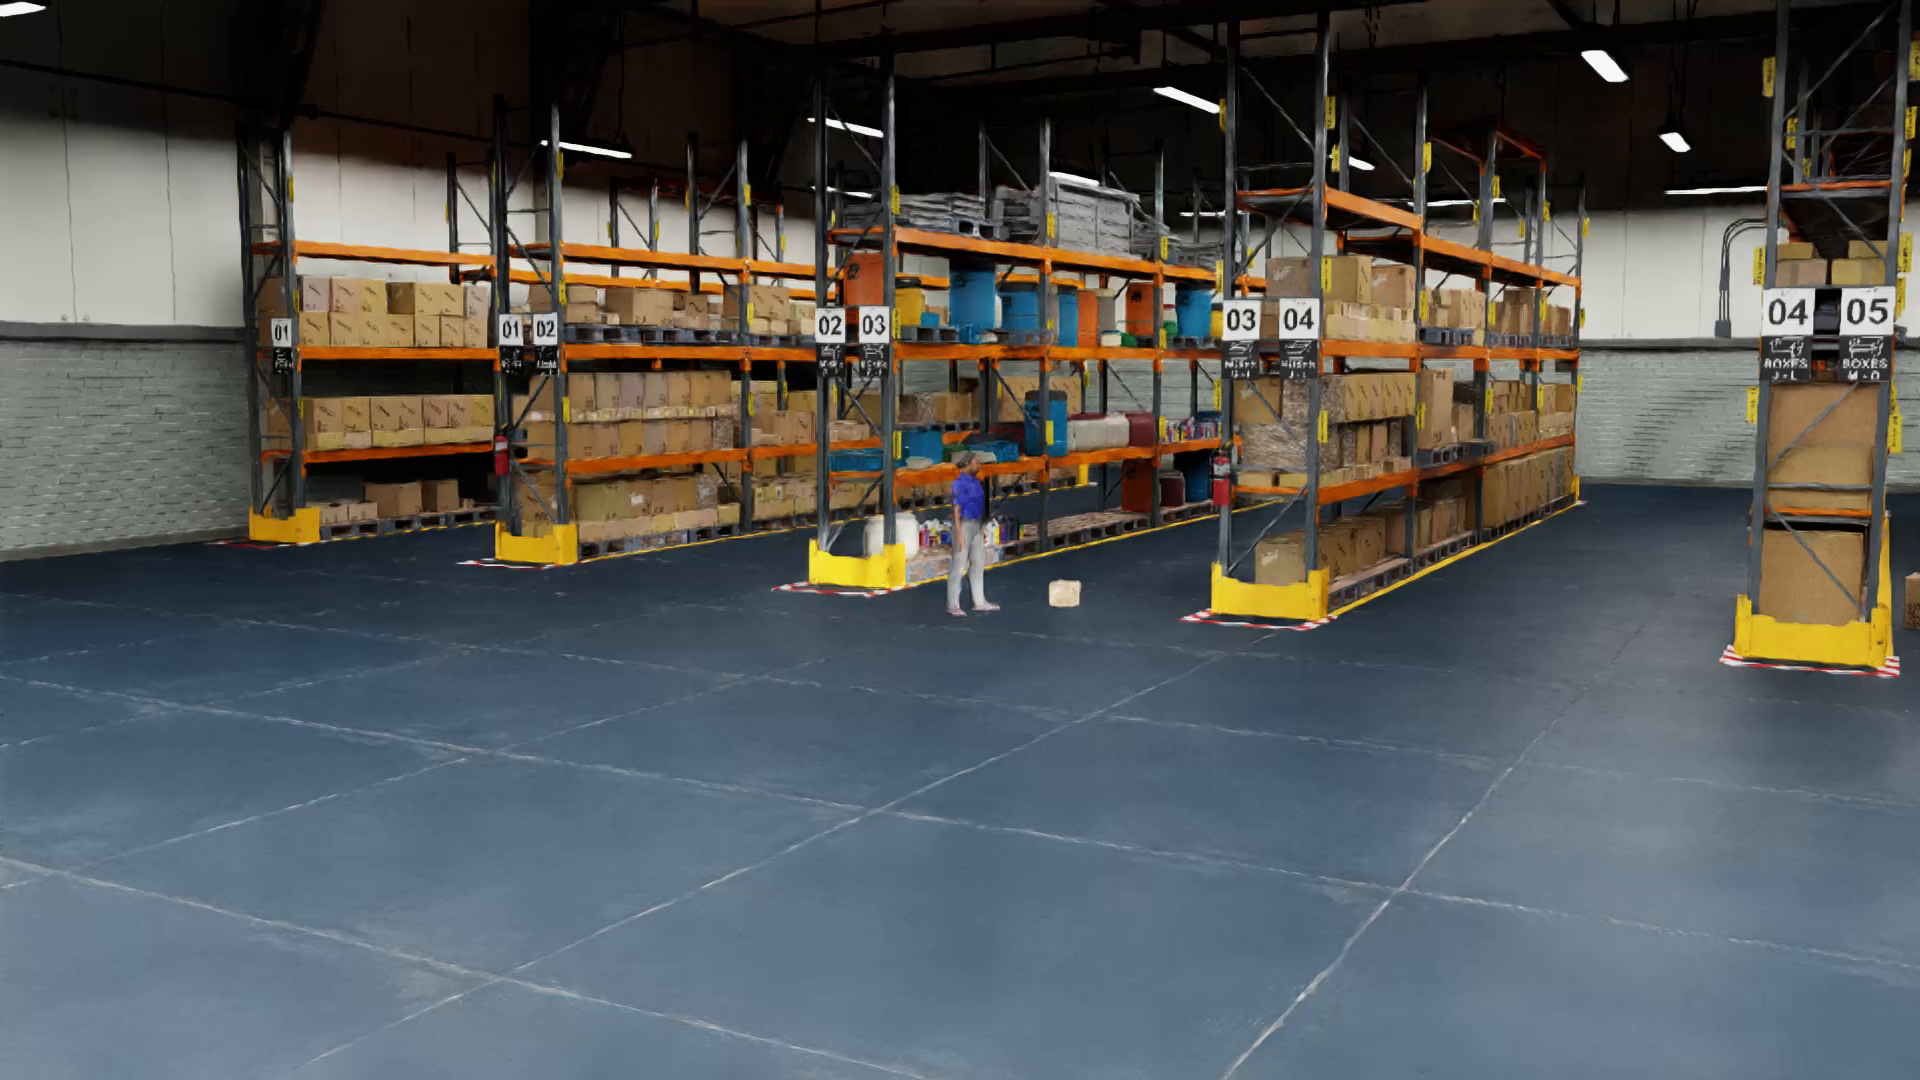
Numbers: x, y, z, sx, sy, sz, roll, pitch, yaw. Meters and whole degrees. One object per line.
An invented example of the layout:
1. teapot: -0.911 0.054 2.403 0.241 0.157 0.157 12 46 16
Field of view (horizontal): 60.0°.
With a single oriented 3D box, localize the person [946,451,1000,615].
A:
1. person: 0.121 -0.077 16.955 0.451 1.660 0.527 4 7 30
